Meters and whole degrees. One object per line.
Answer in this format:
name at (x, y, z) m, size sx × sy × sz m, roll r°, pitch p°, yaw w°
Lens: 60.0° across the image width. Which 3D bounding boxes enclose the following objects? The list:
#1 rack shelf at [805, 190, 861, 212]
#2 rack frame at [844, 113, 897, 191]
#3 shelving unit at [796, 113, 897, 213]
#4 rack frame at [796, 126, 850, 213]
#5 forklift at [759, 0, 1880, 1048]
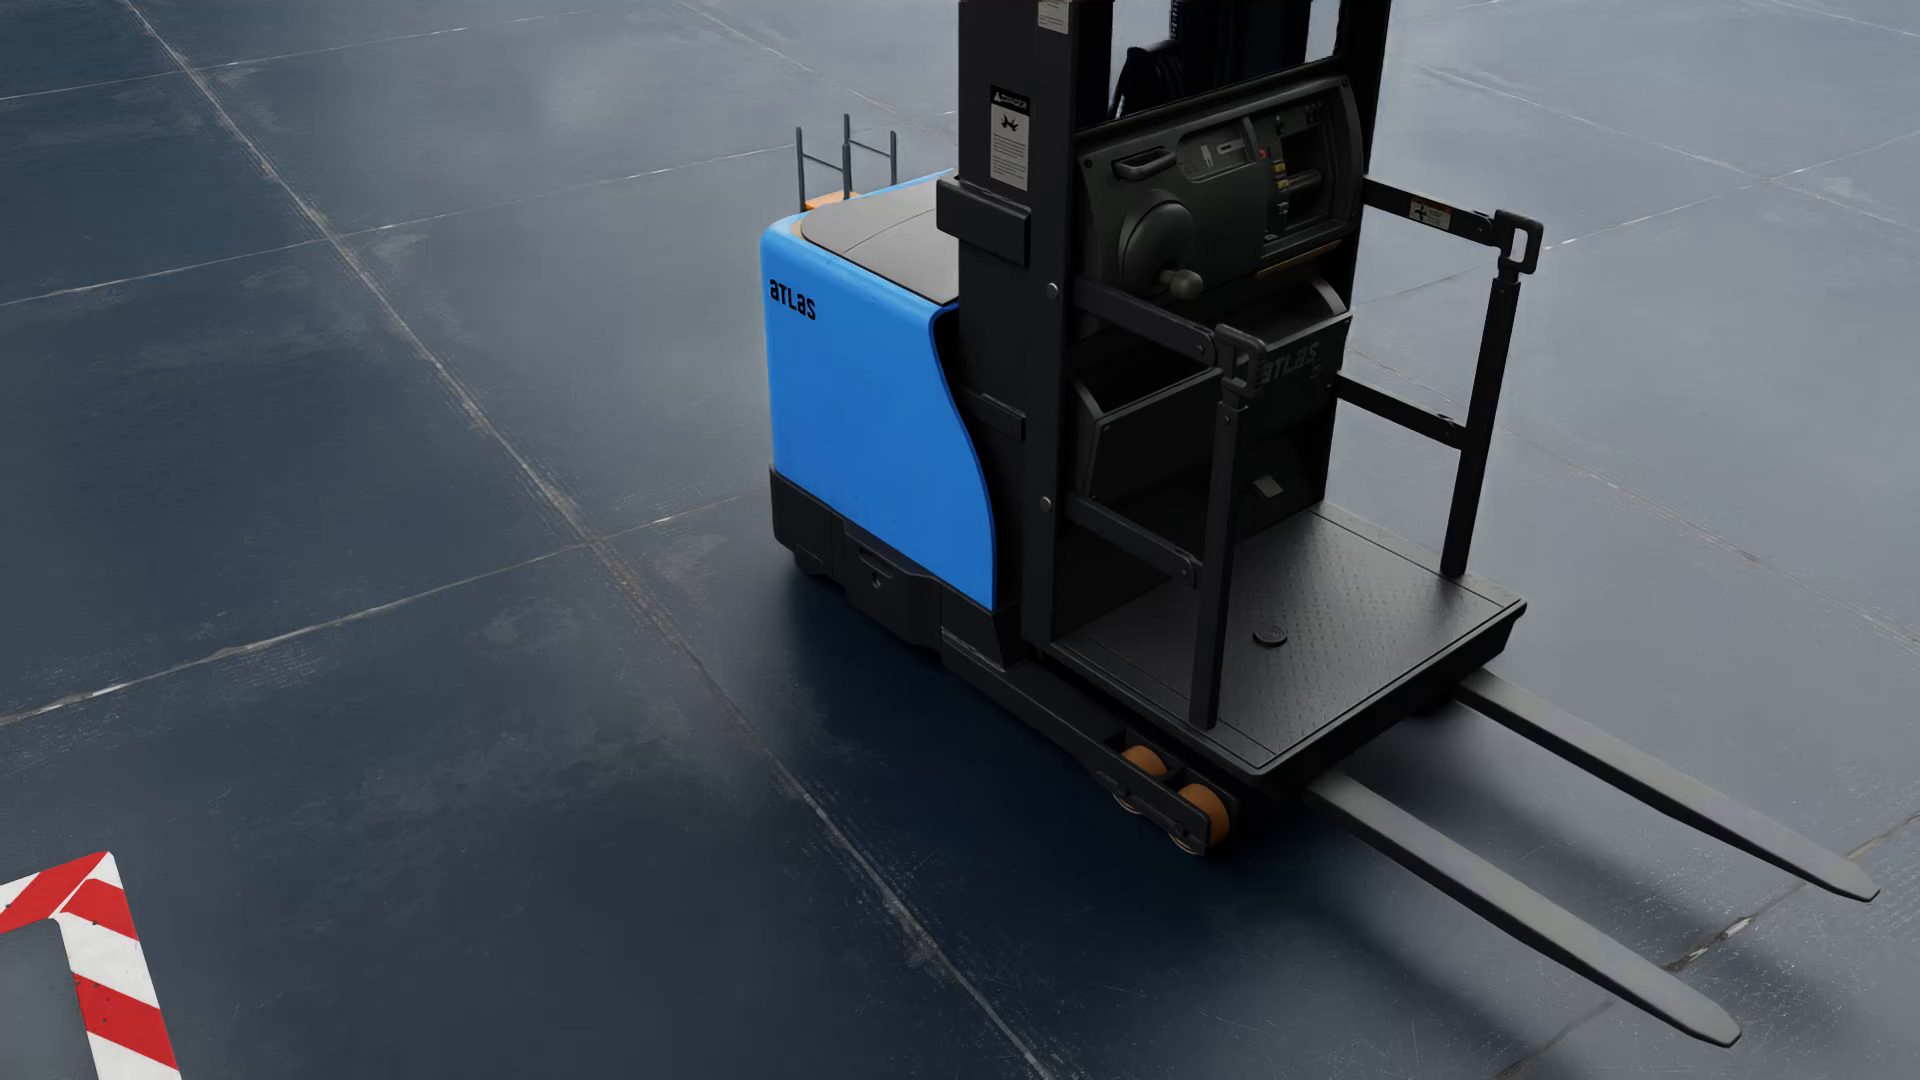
rack shelf at (-0.339, -0.979, 5.086) m, size 0.180 × 0.103 × 0.258 m, roll -26°, pitch 40°, yaw -35°
rack frame at (-0.272, -0.745, 5.306) m, size 0.006 × 1.200 × 0.240 m, roll -26°, pitch 40°, yaw -35°
shelving unit at (-0.339, -0.712, 5.254) m, size 0.189 × 1.200 × 0.258 m, roll -26°, pitch 40°, yaw -35°
rack frame at (-0.407, -0.679, 5.202) m, size 0.006 × 1.200 × 0.240 m, roll -26°, pitch 40°, yaw -35°
forklift at (0.767, -0.784, 3.746) m, size 1.130 × 2.935 × 3.031 m, roll -25°, pitch 40°, yaw -34°
